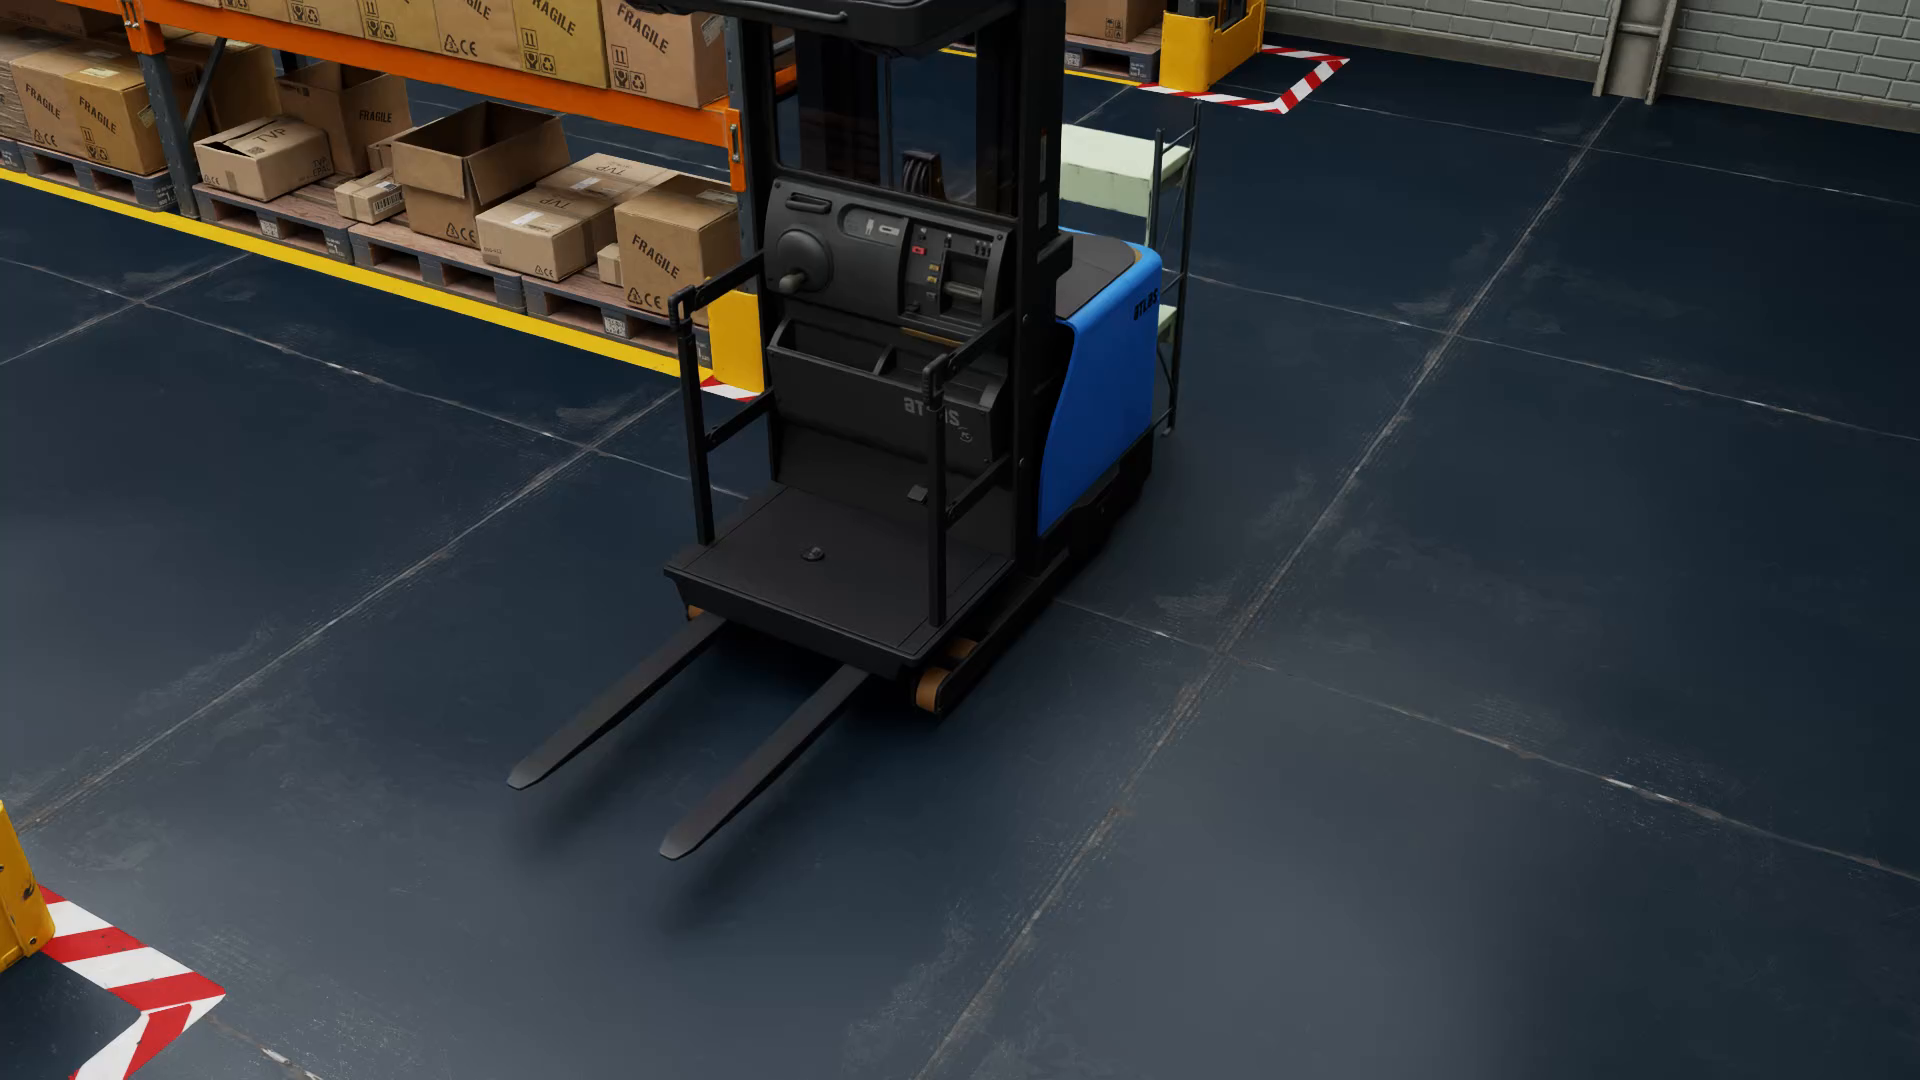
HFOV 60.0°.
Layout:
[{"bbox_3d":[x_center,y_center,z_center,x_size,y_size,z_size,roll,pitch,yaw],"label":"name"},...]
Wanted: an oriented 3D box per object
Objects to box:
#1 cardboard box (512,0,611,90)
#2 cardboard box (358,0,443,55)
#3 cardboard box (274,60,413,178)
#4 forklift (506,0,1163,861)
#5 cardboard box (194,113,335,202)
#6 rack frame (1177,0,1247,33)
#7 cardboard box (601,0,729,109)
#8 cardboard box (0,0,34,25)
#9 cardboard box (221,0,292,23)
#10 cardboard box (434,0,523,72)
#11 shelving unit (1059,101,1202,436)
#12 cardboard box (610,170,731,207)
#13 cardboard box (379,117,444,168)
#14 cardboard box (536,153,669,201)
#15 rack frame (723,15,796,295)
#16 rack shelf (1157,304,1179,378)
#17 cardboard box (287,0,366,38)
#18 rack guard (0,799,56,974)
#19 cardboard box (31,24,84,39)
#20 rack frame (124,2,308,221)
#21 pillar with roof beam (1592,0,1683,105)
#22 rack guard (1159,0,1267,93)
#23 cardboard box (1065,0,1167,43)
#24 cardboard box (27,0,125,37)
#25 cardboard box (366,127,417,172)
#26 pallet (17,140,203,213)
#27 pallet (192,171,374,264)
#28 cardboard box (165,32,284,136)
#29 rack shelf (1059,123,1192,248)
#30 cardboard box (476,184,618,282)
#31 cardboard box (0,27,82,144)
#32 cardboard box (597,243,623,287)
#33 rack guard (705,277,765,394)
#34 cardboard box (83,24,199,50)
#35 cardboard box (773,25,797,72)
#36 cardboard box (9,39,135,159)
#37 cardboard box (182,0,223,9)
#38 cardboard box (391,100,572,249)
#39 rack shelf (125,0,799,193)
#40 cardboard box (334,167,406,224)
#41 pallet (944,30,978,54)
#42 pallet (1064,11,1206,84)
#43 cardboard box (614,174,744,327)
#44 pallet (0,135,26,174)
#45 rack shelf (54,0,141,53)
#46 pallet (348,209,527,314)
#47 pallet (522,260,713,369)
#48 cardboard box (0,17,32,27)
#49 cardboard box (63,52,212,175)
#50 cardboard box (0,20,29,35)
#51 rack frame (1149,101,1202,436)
[{"bbox_3d":[-1.668,-2.402,7.560,0.500,0.500,0.500,18,38,25],"label":"cardboard box"},{"bbox_3d":[-2.535,-2.680,7.979,0.500,0.500,0.500,17,37,24],"label":"cardboard box"},{"bbox_3d":[-3.529,-2.450,9.581,0.500,0.500,0.500,18,37,24],"label":"cardboard box"},{"bbox_3d":[-0.368,-0.903,5.461,1.130,2.935,3.031,18,38,25],"label":"forklift"},{"bbox_3d":[-3.907,-2.172,9.334,0.500,0.311,0.500,18,37,24],"label":"cardboard box"},{"bbox_3d":[1.763,-4.612,10.970,0.127,3.000,1.000,18,37,24],"label":"rack frame"},{"bbox_3d":[-1.215,-2.261,7.349,0.500,0.500,0.500,19,38,26],"label":"cardboard box"},{"bbox_3d":[-5.767,-3.445,10.399,0.500,0.250,0.500,17,37,24],"label":"cardboard box"},{"bbox_3d":[-3.411,-2.958,8.396,0.500,0.500,0.500,18,38,25],"label":"cardboard box"},{"bbox_3d":[-2.098,-2.542,7.770,0.500,0.500,0.500,18,38,25],"label":"cardboard box"},{"bbox_3d":[0.546,-1.146,7.115,0.755,1.500,0.431,18,37,25],"label":"shelving unit"},{"bbox_3d":[-1.457,-1.689,8.664,0.500,0.250,0.500,18,37,24],"label":"cardboard box"},{"bbox_3d":[-2.878,-2.165,9.323,0.500,0.311,0.500,18,37,24],"label":"cardboard box"},{"bbox_3d":[-1.891,-1.827,8.871,0.500,0.250,0.500,18,37,24],"label":"cardboard box"},{"bbox_3d":[-0.691,-2.227,7.388,0.127,3.000,1.000,18,37,24],"label":"rack frame"},{"bbox_3d":[0.545,-0.874,7.295,0.720,0.370,0.431,18,37,25],"label":"rack shelf"},{"bbox_3d":[-2.978,-2.820,8.188,0.500,0.500,0.500,17,37,24],"label":"cardboard box"},{"bbox_3d":[-3.125,1.196,4.502,0.348,0.500,1.175,18,37,24],"label":"rack guard"},{"bbox_3d":[-5.362,-3.003,10.411,0.500,0.500,0.500,18,38,25],"label":"cardboard box"},{"bbox_3d":[-4.164,-3.327,9.040,0.127,3.000,1.000,18,37,24],"label":"rack frame"},{"bbox_3d":[2.401,-4.711,5.706,0.400,9.000,9.100,18,37,24],"label":"pillar with roof beam"},{"bbox_3d":[1.784,-3.565,11.652,0.348,0.500,1.175,18,37,24],"label":"rack guard"},{"bbox_3d":[1.106,-3.891,11.763,0.500,0.500,0.700,18,37,24],"label":"cardboard box"},{"bbox_3d":[-5.332,-3.307,10.192,0.500,0.250,0.500,18,38,24],"label":"cardboard box"},{"bbox_3d":[-3.174,-2.229,9.567,0.250,0.149,0.380,18,37,24],"label":"cardboard box"},{"bbox_3d":[-4.889,-2.372,10.122,1.213,0.211,1.003,18,37,24],"label":"pallet"},{"bbox_3d":[-3.569,-1.977,9.529,1.213,0.211,1.003,18,37,24],"label":"pallet"},{"bbox_3d":[-4.463,-2.720,9.987,0.500,0.500,0.500,16,37,22],"label":"cardboard box"},{"bbox_3d":[0.547,-1.472,6.901,0.720,0.370,0.431,18,37,25],"label":"rack shelf"},{"bbox_3d":[-2.096,-1.572,8.489,0.500,0.250,0.500,18,37,24],"label":"cardboard box"},{"bbox_3d":[-5.595,-2.746,10.025,0.500,0.500,0.500,18,38,25],"label":"cardboard box"},{"bbox_3d":[-1.593,-1.417,8.330,0.250,0.166,0.380,18,37,24],"label":"cardboard box"},{"bbox_3d":[-0.757,-1.208,8.112,0.348,0.500,1.175,18,37,24],"label":"rack guard"},{"bbox_3d":[-4.932,-2.862,10.199,0.500,0.500,0.500,18,38,25],"label":"cardboard box"},{"bbox_3d":[-0.946,-2.518,7.734,0.500,0.500,0.500,18,38,25],"label":"cardboard box"},{"bbox_3d":[-5.160,-2.608,9.818,0.500,0.500,0.500,18,38,25],"label":"cardboard box"},{"bbox_3d":[-3.857,-3.098,8.605,0.500,0.500,0.500,19,38,26],"label":"cardboard box"},{"bbox_3d":[-2.531,-1.957,8.838,0.637,0.503,0.797,18,37,24],"label":"cardboard box"},{"bbox_3d":[-2.428,-2.478,8.414,4.000,0.370,1.077,18,37,24],"label":"rack shelf"},{"bbox_3d":[-3.151,-1.878,9.024,0.250,0.166,0.380,18,37,24],"label":"cardboard box"},{"bbox_3d":[-0.025,-3.970,12.521,1.213,0.211,1.003,18,37,24],"label":"pallet"},{"bbox_3d":[1.030,-3.634,12.016,1.213,0.211,1.003,18,37,24],"label":"pallet"},{"bbox_3d":[-1.286,-1.401,8.006,0.500,0.500,0.500,18,37,24],"label":"cardboard box"},{"bbox_3d":[-5.953,-2.707,10.625,1.213,0.211,1.003,18,37,24],"label":"pallet"},{"bbox_3d":[-5.901,-3.578,10.066,4.000,0.370,1.077,18,37,24],"label":"rack shelf"},{"bbox_3d":[-2.505,-1.642,9.026,1.213,0.211,1.003,18,37,24],"label":"pallet"},{"bbox_3d":[-1.450,-1.306,8.521,1.213,0.211,1.003,18,37,24],"label":"pallet"},{"bbox_3d":[-5.801,-3.142,10.620,0.500,0.500,0.500,16,37,23],"label":"cardboard box"},{"bbox_3d":[-4.735,-2.468,9.608,0.500,0.500,0.500,17,37,24],"label":"cardboard box"},{"bbox_3d":[-6.038,-2.885,10.234,0.500,0.500,0.500,16,37,23],"label":"cardboard box"},{"bbox_3d":[0.862,-1.043,6.961,0.023,1.500,0.400,18,37,25],"label":"rack frame"}]
